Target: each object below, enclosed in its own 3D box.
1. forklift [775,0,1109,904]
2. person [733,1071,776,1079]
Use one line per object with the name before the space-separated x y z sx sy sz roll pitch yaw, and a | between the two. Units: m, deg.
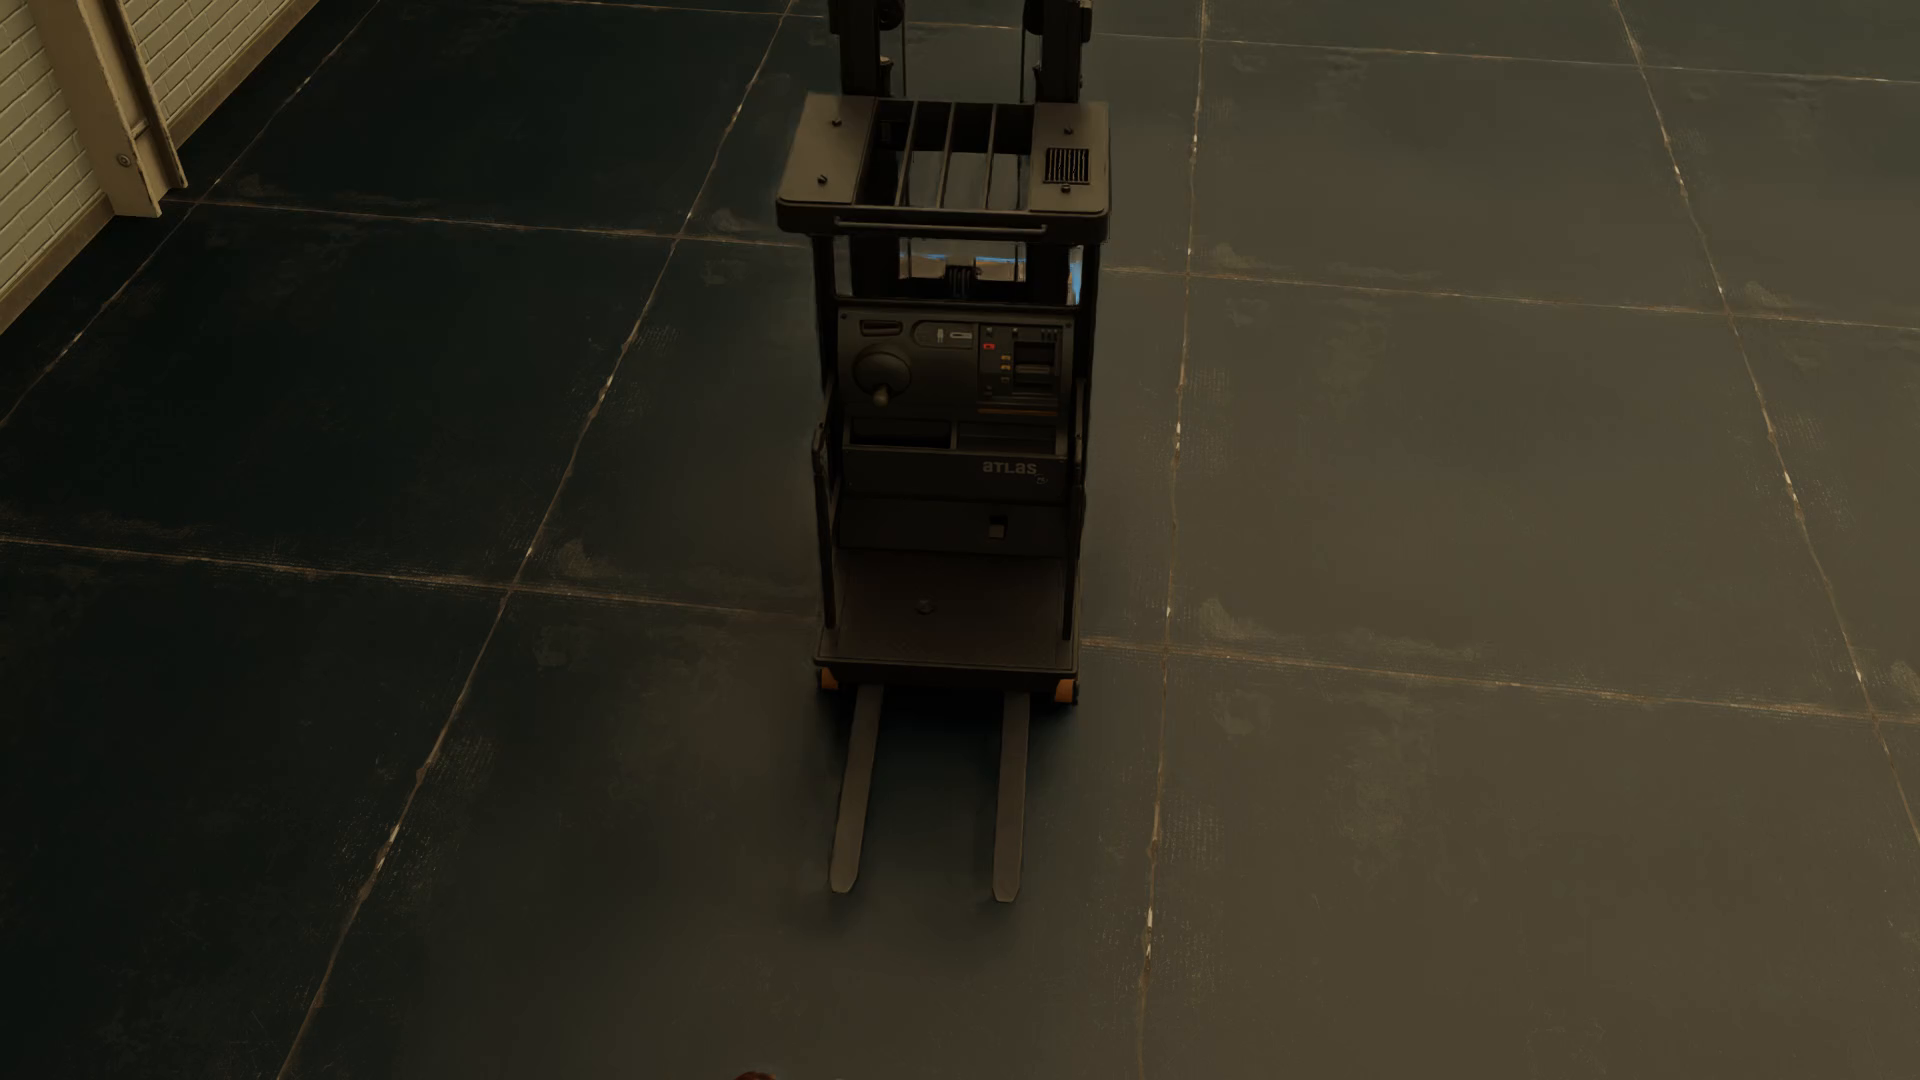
forklift | -0.032 -0.619 6.398 1.130 2.935 3.031 3 43 3
person | -0.516 1.971 4.593 0.461 1.619 0.900 11 44 12
